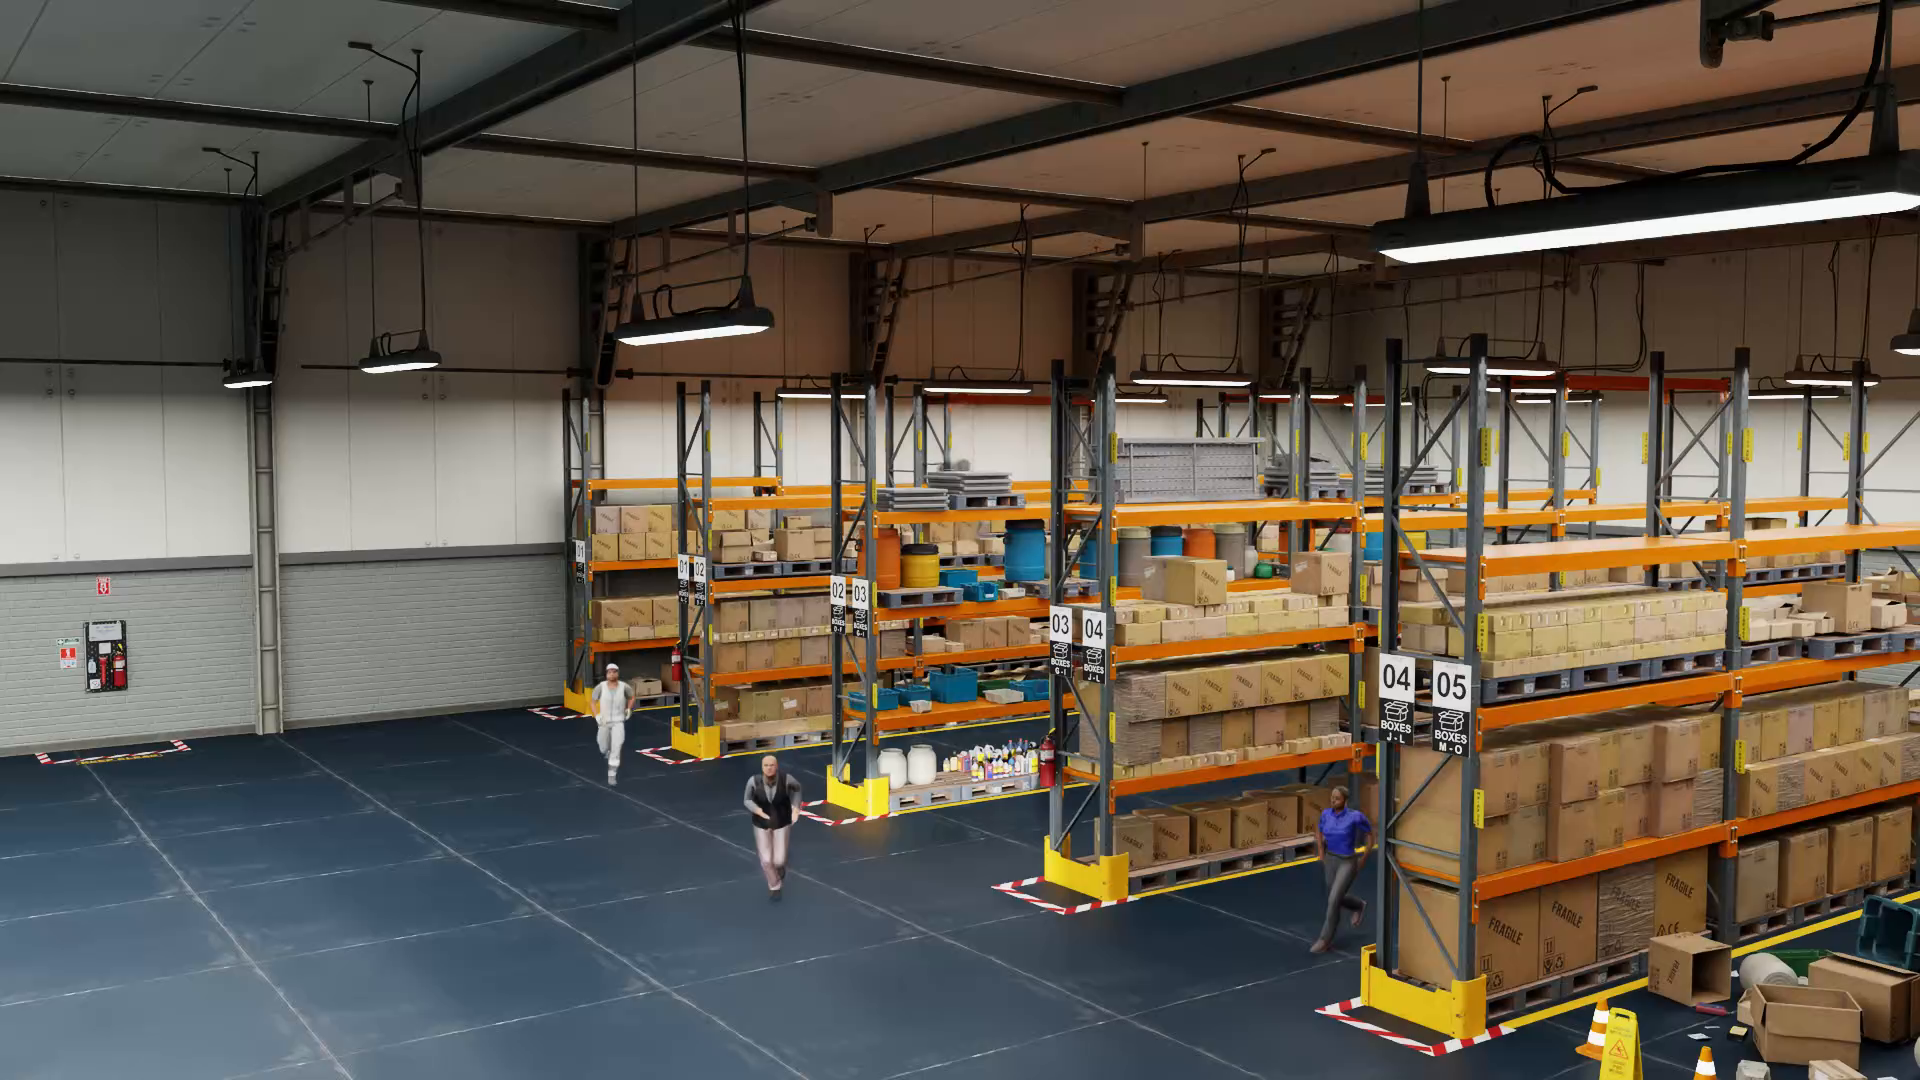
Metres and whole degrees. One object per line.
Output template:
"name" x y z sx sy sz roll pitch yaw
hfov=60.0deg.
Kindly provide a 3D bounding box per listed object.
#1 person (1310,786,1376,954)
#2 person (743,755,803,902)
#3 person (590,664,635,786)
"person" 3.867 3.278 16.767 0.600 1.649 0.920 4 5 44
"person" -2.062 3.173 18.335 0.639 1.663 0.705 0 4 0
"person" -5.188 2.719 24.821 0.645 1.757 0.962 0 4 -6
